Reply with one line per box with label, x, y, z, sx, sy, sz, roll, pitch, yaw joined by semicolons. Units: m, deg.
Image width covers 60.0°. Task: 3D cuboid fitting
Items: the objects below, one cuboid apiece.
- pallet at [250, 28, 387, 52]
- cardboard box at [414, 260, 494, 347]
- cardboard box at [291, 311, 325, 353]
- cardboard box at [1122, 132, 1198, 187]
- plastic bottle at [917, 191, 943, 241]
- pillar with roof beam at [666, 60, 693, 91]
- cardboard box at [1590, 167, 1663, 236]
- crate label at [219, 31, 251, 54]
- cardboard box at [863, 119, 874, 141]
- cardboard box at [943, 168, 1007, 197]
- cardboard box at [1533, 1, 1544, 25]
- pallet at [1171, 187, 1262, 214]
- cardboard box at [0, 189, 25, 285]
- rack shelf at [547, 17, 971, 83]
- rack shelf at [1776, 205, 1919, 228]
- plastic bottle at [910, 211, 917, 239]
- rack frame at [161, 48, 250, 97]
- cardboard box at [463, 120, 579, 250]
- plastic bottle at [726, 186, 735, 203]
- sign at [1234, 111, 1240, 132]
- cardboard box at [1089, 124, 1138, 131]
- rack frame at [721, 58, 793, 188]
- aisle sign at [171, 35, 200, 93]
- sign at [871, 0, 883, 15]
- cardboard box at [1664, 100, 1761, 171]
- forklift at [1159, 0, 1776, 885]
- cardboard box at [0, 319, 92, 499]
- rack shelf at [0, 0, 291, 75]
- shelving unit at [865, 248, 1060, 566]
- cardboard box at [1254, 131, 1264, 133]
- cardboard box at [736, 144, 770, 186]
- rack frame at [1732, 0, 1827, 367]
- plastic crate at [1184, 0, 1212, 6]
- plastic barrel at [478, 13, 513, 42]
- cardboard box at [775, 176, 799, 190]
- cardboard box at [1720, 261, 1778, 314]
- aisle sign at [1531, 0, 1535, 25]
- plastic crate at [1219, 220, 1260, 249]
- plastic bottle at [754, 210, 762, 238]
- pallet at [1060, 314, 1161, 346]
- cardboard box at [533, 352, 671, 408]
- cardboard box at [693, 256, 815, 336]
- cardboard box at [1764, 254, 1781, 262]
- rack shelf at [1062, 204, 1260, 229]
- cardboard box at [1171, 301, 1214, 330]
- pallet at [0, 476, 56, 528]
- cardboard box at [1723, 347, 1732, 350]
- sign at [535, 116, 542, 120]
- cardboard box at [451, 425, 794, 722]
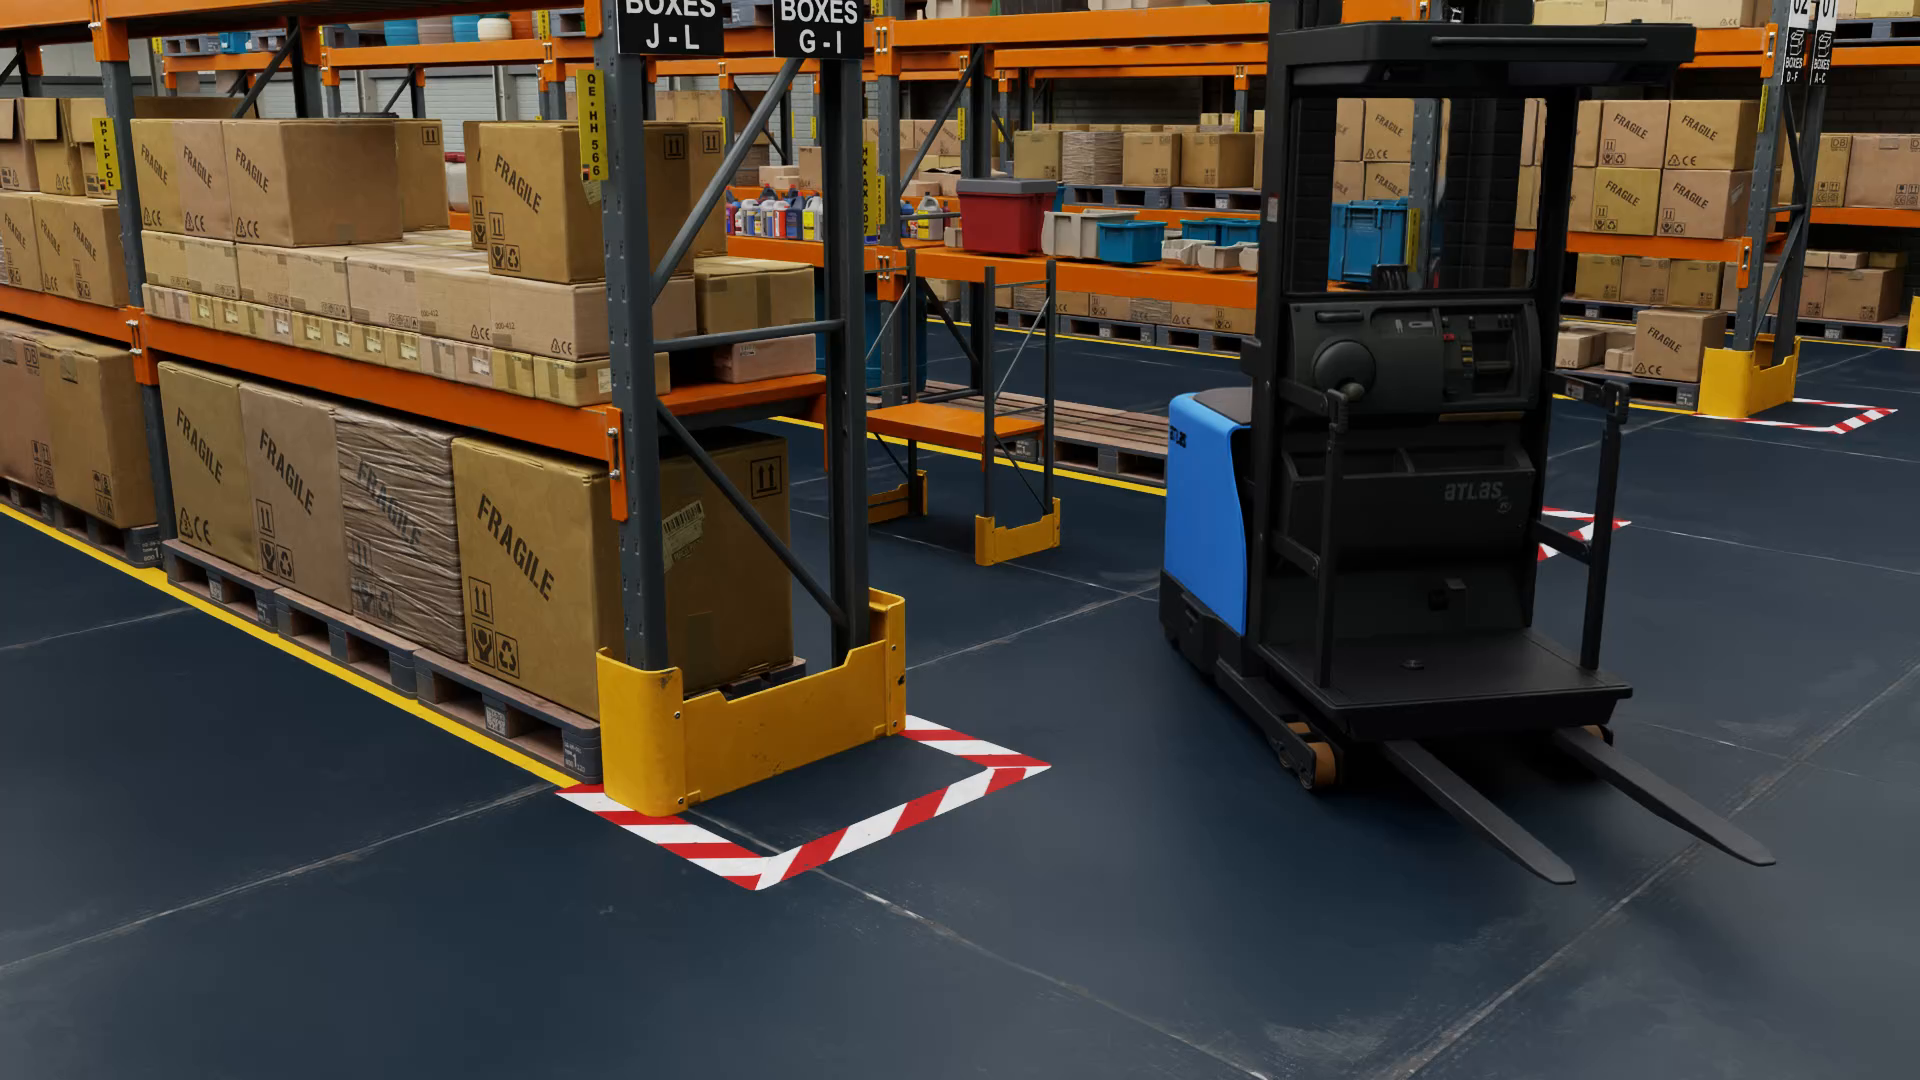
pallet;-6.510;-5.144;17.151;1.003;0.211;1.213;14;20;42
cardboard box;-1.620;-0.873;6.042;0.500;0.250;0.500;13;20;41
cardboard box;-2.497;-0.870;6.820;0.250;0.149;0.380;13;19;41
cardboard box;1.962;-3.723;16.242;0.500;0.500;0.700;8;17;28
plastic bottle;-0.222;-2.379;12.211;0.185;0.351;0.144;14;20;42
pillar with roof beam;-8.129;-9.380;27.084;0.400;9.000;9.100;14;20;42
cardboard box;5.269;-2.641;12.921;0.500;0.500;0.500;14;20;43
crate label;-7.685;-5.367;17.929;0.408;0.251;0.502;14;20;42
cardboard box;-1.442;-6.247;25.730;0.500;0.500;0.500;14;20;42
cardboard box;0.166;-3.902;18.136;0.500;0.311;0.500;-13;19;-41
cardboard box;4.533;-4.160;13.296;0.500;0.250;0.500;14;20;42
pallet;2.777;-3.240;15.800;1.213;0.211;1.003;14;20;42
cardboard box;-5.218;-1.724;9.399;0.500;0.500;0.500;14;20;42
rack shelf;-1.604;-3.729;12.771;4.000;0.370;1.077;14;20;42
rack shelf;8.152;-3.375;17.364;4.000;0.370;1.077;14;20;42
plastic bottle;-0.324;-2.361;12.438;0.097;0.201;0.097;0;15;0
rack frame;-8.803;-4.375;19.775;0.127;3.000;1.000;14;20;42
cardboard box;-1.618;-1.421;6.655;0.500;0.500;0.500;13;19;41
plastic bottle;-1.837;-2.597;13.047;0.185;0.351;0.144;14;20;42
sign;3.463;-5.195;20.783;0.005;0.325;0.100;14;20;42
cardboard box;2.189;-5.431;22.756;0.700;0.500;0.500;-11;18;-37
rack frame;-2.482;-4.574;20.537;0.127;3.000;1.000;14;20;42
aisle sign;-9.058;-5.593;19.292;0.004;0.787;0.394;14;20;42
sign;-0.547;-3.632;10.954;0.005;0.325;0.100;14;20;42
cardboard box;5.645;-3.034;12.445;0.500;0.500;0.500;13;20;42
forklift;1.654;-0.666;5.676;1.130;2.935;3.031;-3;15;-10
cardboard box;-4.721;-0.816;9.495;0.875;0.875;1.225;13;19;40
rack shelf;-5.042;-2.830;9.321;4.000;0.370;1.077;14;20;42
shelving unit;-0.055;-0.739;8.794;1.083;1.500;0.587;14;20;42
cardboard box;4.005;-4.844;20.746;0.500;0.500;0.500;-14;20;-43
cardboard box;-2.806;-4.699;20.818;0.500;0.500;0.700;13;19;41
rack frame;6.156;-2.474;12.477;0.127;3.000;1.000;14;20;42
plastic crate;1.334;-3.413;10.369;0.530;0.282;0.437;14;20;42
plastic barrel;-4.121;-4.540;14.733;0.301;0.262;0.301;0;15;0
cardboard box;-1.986;-4.260;19.831;0.250;0.149;0.380;14;20;42
cardboard box;8.296;-2.647;17.266;0.500;0.500;0.700;13;19;40
aisle sign;2.973;-2.875;8.859;0.004;0.787;0.394;14;20;42
plastic crate;1.818;-1.857;10.322;0.300;0.233;0.416;14;20;42
plastic bottle;-1.498;-2.381;12.513;0.097;0.201;0.097;0;15;0
pallet;1.782;-2.173;16.855;1.213;0.211;1.003;14;20;42
cardboard box;-1.207;-0.557;5.620;0.380;0.149;0.250;-14;20;-43
cardboard box;-0.881;-0.881;6.070;0.500;0.250;0.500;13;19;41
cardboard box;8.519;-2.977;17.245;0.250;0.149;0.380;14;20;43
rack shelf;1.837;-3.176;16.597;4.000;0.370;1.077;14;20;42
cardboard box;2.372;-2.299;15.893;0.500;0.500;0.500;14;20;42
pallet;-5.092;-0.362;9.902;1.213;0.211;1.003;14;20;42
cardboard box;6.093;-1.443;13.301;0.250;0.149;0.380;14;20;42
sign;-5.751;-5.631;22.722;0.005;0.325;0.100;14;20;42
cardboard box;-1.239;0.051;6.167;0.875;0.875;0.875;14;20;42
